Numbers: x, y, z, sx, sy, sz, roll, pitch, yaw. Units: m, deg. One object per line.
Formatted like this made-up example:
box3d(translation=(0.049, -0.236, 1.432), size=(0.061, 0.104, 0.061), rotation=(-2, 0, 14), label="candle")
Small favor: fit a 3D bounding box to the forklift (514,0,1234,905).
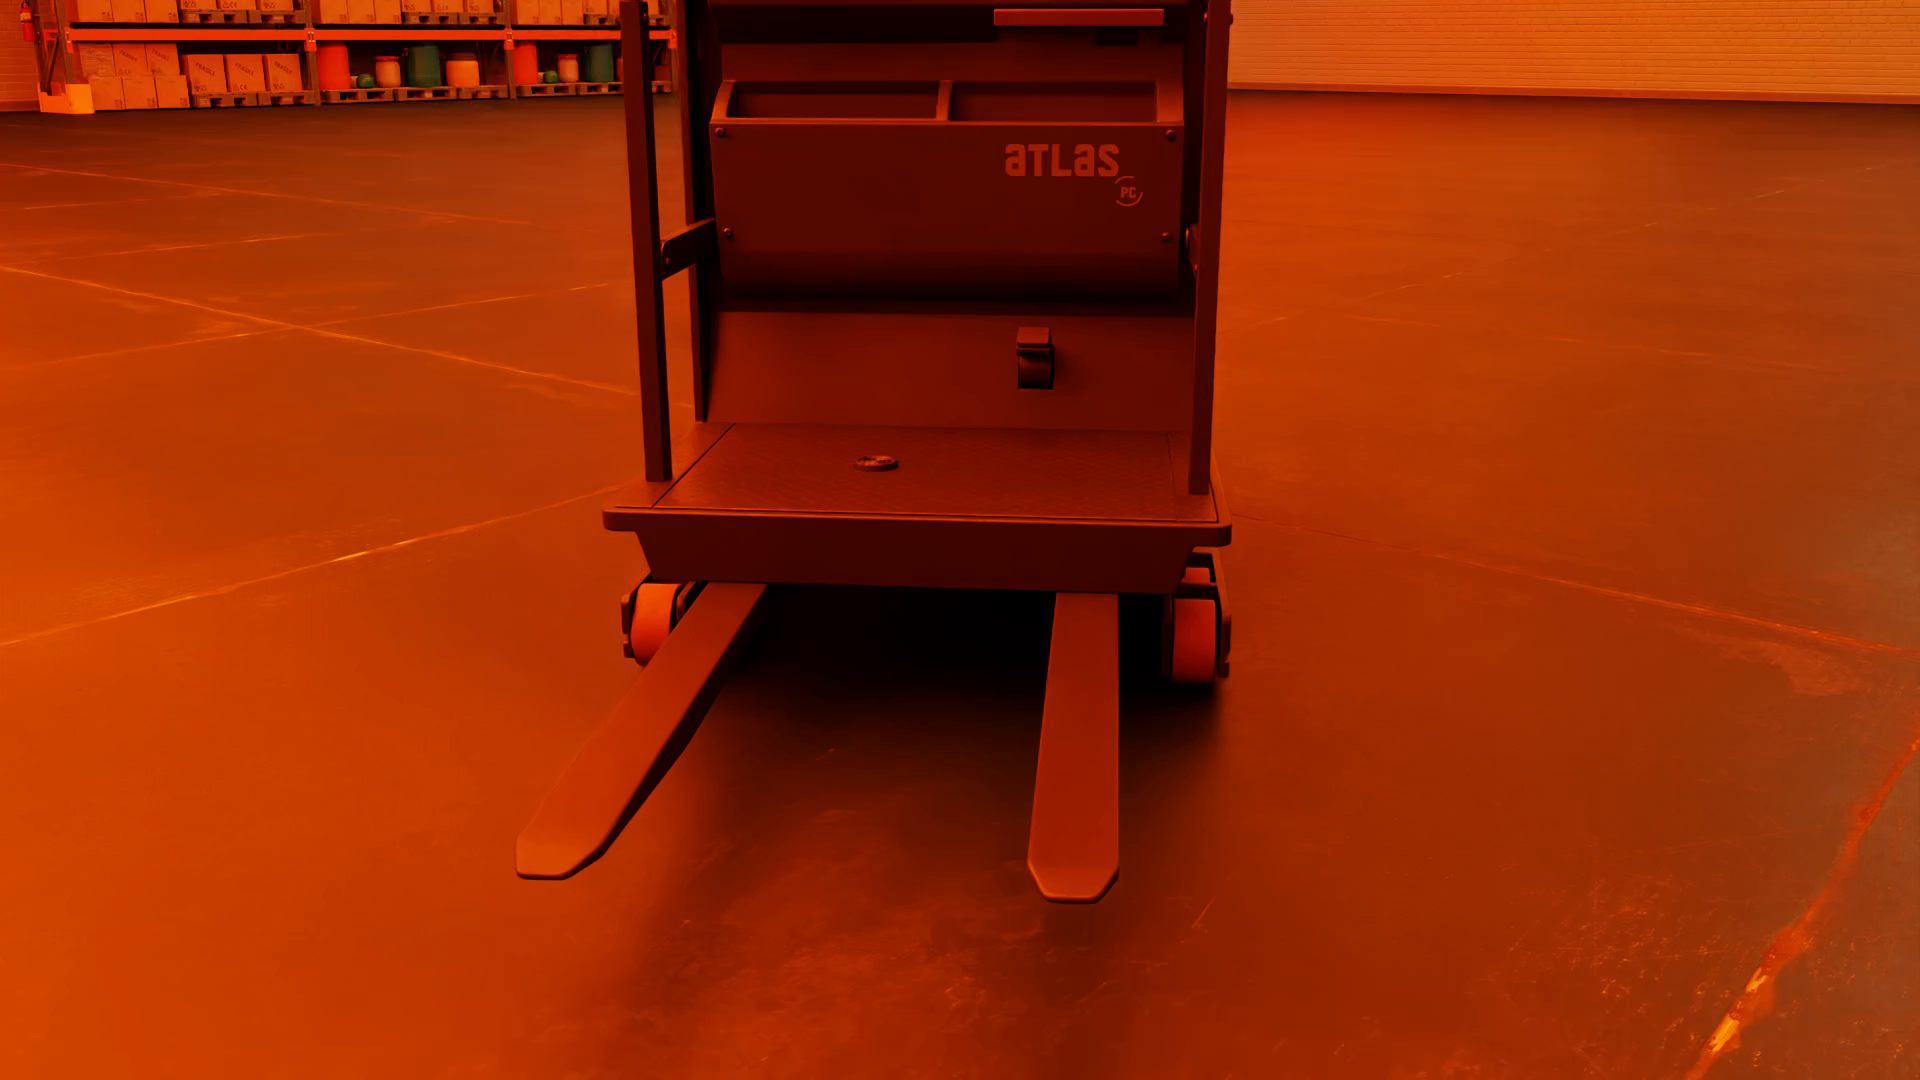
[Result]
box3d(translation=(-0.041, -1.235, 2.964), size=(1.130, 2.935, 3.031), rotation=(2, 17, 5), label="forklift")
